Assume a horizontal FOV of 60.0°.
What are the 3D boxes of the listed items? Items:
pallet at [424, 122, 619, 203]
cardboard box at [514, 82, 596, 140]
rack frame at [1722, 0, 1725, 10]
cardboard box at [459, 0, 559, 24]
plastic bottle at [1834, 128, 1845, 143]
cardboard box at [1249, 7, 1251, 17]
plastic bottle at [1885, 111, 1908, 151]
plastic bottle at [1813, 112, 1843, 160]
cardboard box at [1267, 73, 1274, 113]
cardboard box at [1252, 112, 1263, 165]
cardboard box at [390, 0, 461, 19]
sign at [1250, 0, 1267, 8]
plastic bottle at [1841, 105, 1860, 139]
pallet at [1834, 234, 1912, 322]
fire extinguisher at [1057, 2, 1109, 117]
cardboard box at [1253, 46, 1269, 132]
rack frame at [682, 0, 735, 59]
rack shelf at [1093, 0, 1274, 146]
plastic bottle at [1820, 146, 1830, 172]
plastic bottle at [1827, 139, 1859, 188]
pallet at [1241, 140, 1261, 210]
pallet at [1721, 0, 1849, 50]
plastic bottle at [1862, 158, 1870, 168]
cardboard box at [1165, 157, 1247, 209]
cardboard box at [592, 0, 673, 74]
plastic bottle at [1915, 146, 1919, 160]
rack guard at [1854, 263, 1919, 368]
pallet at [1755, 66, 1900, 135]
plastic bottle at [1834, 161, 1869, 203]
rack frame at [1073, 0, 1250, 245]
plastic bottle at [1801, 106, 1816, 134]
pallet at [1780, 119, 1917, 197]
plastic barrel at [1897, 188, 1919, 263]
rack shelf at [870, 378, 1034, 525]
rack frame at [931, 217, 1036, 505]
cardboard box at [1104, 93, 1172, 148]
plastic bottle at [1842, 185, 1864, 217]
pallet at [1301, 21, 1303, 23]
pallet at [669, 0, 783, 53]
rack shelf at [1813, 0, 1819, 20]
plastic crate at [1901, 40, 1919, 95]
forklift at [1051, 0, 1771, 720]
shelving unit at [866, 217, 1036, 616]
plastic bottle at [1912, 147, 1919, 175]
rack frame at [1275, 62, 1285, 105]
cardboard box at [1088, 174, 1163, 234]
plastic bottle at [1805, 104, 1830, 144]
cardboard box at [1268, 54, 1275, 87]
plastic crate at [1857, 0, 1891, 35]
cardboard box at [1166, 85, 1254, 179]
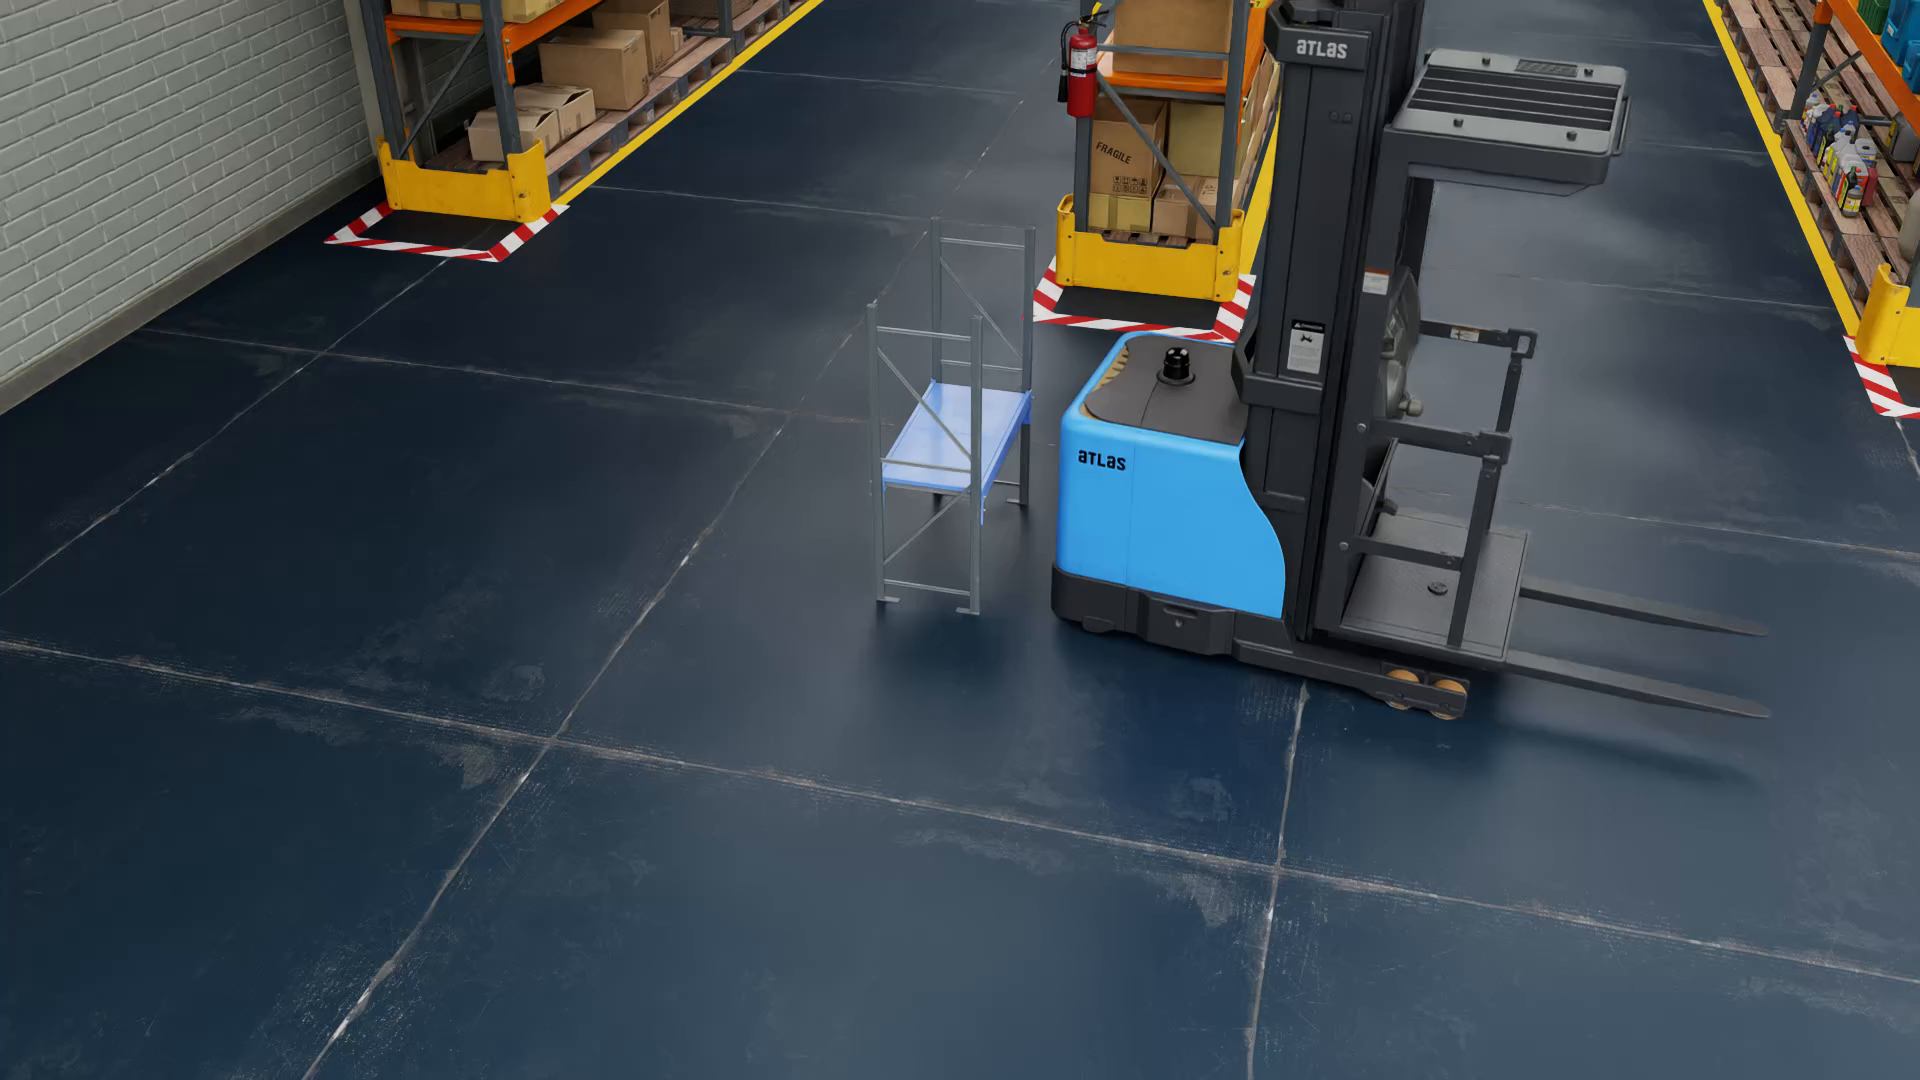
[{"bbox_3d":[-3.307,-2.914,12.637,1.003,0.211,1.213,8,33,12],"label":"pallet"},{"bbox_3d":[-3.159,-3.328,12.785,0.500,0.311,0.500,11,34,16],"label":"cardboard box"},{"bbox_3d":[8.047,-6.437,15.580,1.000,3.000,0.127,8,33,12],"label":"rack frame"},{"bbox_3d":[-3.135,-3.790,11.536,0.500,0.250,0.500,7,33,11],"label":"cardboard box"},{"bbox_3d":[6.376,-2.854,12.076,0.097,0.271,0.097,0,32,0],"label":"plastic bottle"},{"bbox_3d":[1.617,-3.775,11.299,0.700,0.500,0.500,8,33,13],"label":"cardboard box"},{"bbox_3d":[7.008,-3.075,12.351,0.144,0.351,0.185,8,33,12],"label":"plastic bottle"},{"bbox_3d":[6.377,-2.969,12.183,0.144,0.351,0.185,7,33,10],"label":"plastic bottle"},{"bbox_3d":[2.199,-3.526,13.172,0.500,0.250,0.500,8,33,12],"label":"cardboard box"},{"bbox_3d":[1.960,-3.005,12.353,0.500,0.250,0.500,8,33,12],"label":"cardboard box"},{"bbox_3d":[-3.635,-3.849,11.629,0.500,0.250,0.500,8,33,13],"label":"cardboard box"},{"bbox_3d":[1.762,-3.282,9.736,0.100,0.325,0.005,8,33,12],"label":"sign"},{"bbox_3d":[6.565,-3.047,12.306,0.144,0.351,0.185,8,33,12],"label":"plastic bottle"},{"bbox_3d":[6.202,-1.576,10.532,1.003,0.211,1.213,8,33,12],"label":"pallet"},{"bbox_3d":[0.747,-2.931,10.137,0.296,0.674,0.183,8,33,12],"label":"fire extinguisher"},{"bbox_3d":[1.961,-3.321,12.151,0.500,0.500,0.500,8,33,12],"label":"cardboard box"},{"bbox_3d":[-2.551,-5.710,14.436,1.000,3.000,0.127,8,33,12],"label":"rack frame"},{"bbox_3d":[1.734,-3.696,11.939,1.077,0.370,4.000,8,33,12],"label":"rack shelf"},{"bbox_3d":[6.283,-2.762,11.997,0.097,0.201,0.097,0,32,0],"label":"plastic bottle"},{"bbox_3d":[6.222,-2.652,11.684,0.144,0.351,0.185,9,34,14],"label":"plastic bottle"},{"bbox_3d":[1.691,-2.819,12.487,1.003,0.211,1.213,8,33,12],"label":"pallet"},{"bbox_3d":[7.813,-4.864,15.704,1.003,0.211,1.213,8,33,12],"label":"pallet"},{"bbox_3d":[6.350,-2.595,11.734,0.097,0.201,0.097,0,32,0],"label":"plastic bottle"},{"bbox_3d":[1.701,-2.487,11.537,0.500,0.250,0.500,8,33,12],"label":"cardboard box"},{"bbox_3d":[-2.776,-4.297,14.133,0.500,0.500,0.500,6,33,9],"label":"cardboard box"},{"bbox_3d":[7.098,-2.956,12.163,0.144,0.351,0.185,6,33,10],"label":"plastic bottle"},{"bbox_3d":[5.990,-1.277,9.792,1.175,0.500,0.348,8,33,12],"label":"rack guard"},{"bbox_3d":[7.193,-3.597,13.712,1.003,0.211,1.213,8,33,12],"label":"pallet"},{"bbox_3d":[6.149,-2.462,11.455,0.152,0.276,0.135,8,33,13],"label":"plastic bottle"},{"bbox_3d":[1.226,-2.962,10.113,1.000,3.000,0.127,8,33,12],"label":"rack frame"},{"bbox_3d":[6.501,-3.208,12.698,0.097,0.201,0.097,0,32,0],"label":"plastic bottle"},{"bbox_3d":[6.821,-2.842,12.523,1.003,0.211,1.213,8,33,12],"label":"pallet"},{"bbox_3d":[6.237,-2.025,10.567,0.421,0.512,0.421,0,32,0],"label":"plastic barrel"},{"bbox_3d":[-0.022,-0.437,7.874,0.538,0.185,1.000,8,33,12],"label":"rack shelf"},{"bbox_3d":[0.107,-0.852,8.193,0.500,1.500,0.032,8,33,12],"label":"rack frame"},{"bbox_3d":[1.314,-3.135,11.858,0.500,0.500,0.500,8,33,12],"label":"cardboard box"},{"bbox_3d":[6.059,-2.303,11.275,0.097,0.201,0.097,0,32,0],"label":"plastic bottle"},{"bbox_3d":[2.698,-4.884,15.735,1.003,0.211,1.213,8,33,12],"label":"pallet"},{"bbox_3d":[-2.355,-4.938,15.820,1.003,0.211,1.213,8,33,12],"label":"pallet"},{"bbox_3d":[7.539,-5.096,14.140,1.077,0.370,4.000,8,33,12],"label":"rack shelf"},{"bbox_3d":[6.024,-2.860,10.091,0.499,0.251,0.408,8,33,12],"label":"plastic crate"},{"bbox_3d":[1.987,-0.800,6.776,3.031,2.935,1.130,12,34,18],"label":"forklift"},{"bbox_3d":[-0.022,-0.589,7.778,0.538,1.500,1.048,8,33,12],"label":"shelving unit"},{"bbox_3d":[6.911,-2.761,11.919,0.061,0.283,0.133,8,33,12],"label":"plastic bottle"},{"bbox_3d":[2.241,-5.038,13.379,1.000,3.000,0.127,8,33,12],"label":"rack frame"},{"bbox_3d":[1.077,-2.297,11.239,0.500,0.250,0.500,8,33,12],"label":"cardboard box"},{"bbox_3d":[6.471,-3.120,12.491,0.152,0.276,0.135,9,34,14],"label":"plastic bottle"},{"bbox_3d":[2.197,-3.843,12.971,0.500,0.500,0.500,8,33,12],"label":"cardboard box"},{"bbox_3d":[6.414,-3.606,11.324,0.450,0.188,0.662,8,33,12],"label":"plastic crate"},{"bbox_3d":[1.703,-2.803,11.336,0.500,0.500,0.500,8,33,12],"label":"cardboard box"}]
